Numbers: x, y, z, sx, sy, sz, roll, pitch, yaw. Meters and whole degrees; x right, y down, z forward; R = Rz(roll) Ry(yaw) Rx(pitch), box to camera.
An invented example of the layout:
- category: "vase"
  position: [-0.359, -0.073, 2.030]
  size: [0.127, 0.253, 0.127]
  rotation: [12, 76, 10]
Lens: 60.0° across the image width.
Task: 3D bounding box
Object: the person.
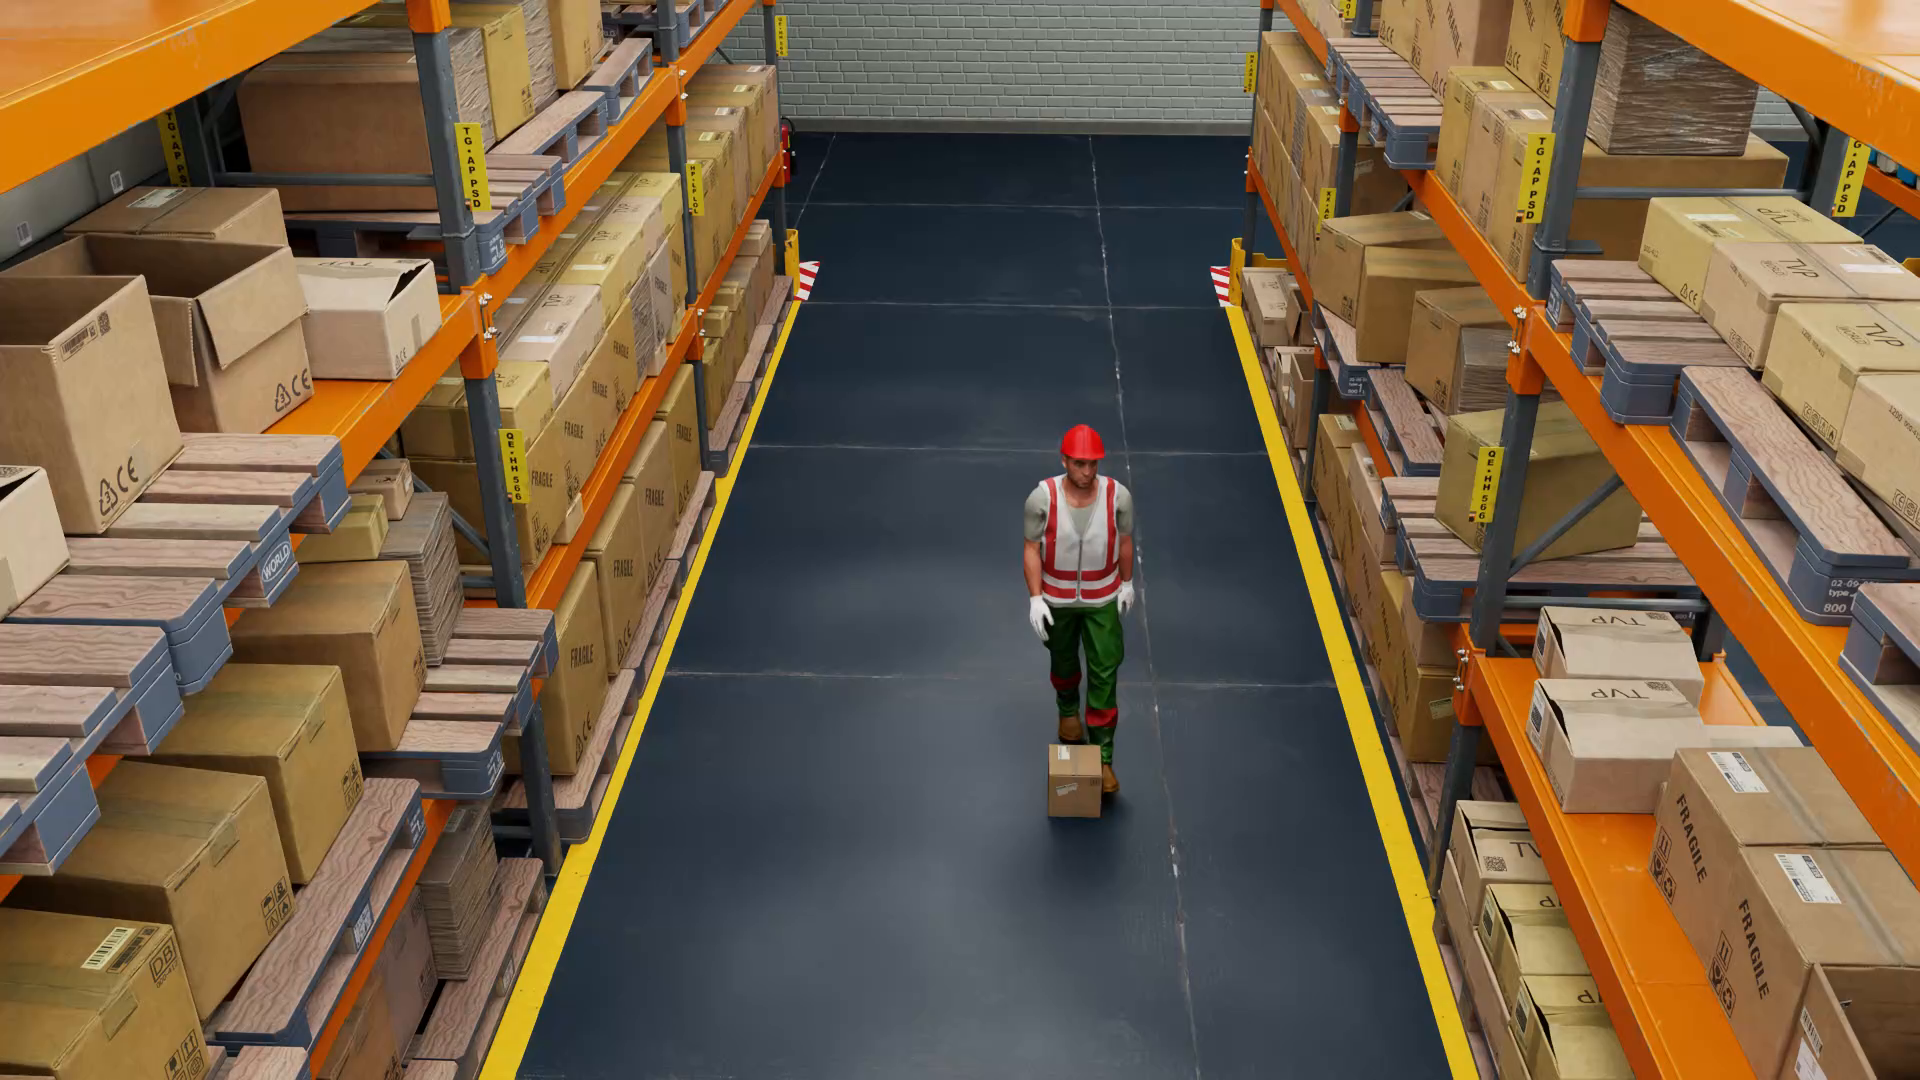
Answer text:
- category: "person"
  position: [0.570, 0.313, 7.970]
  size: [0.553, 1.764, 0.817]
  rotation: [2, 28, 3]
